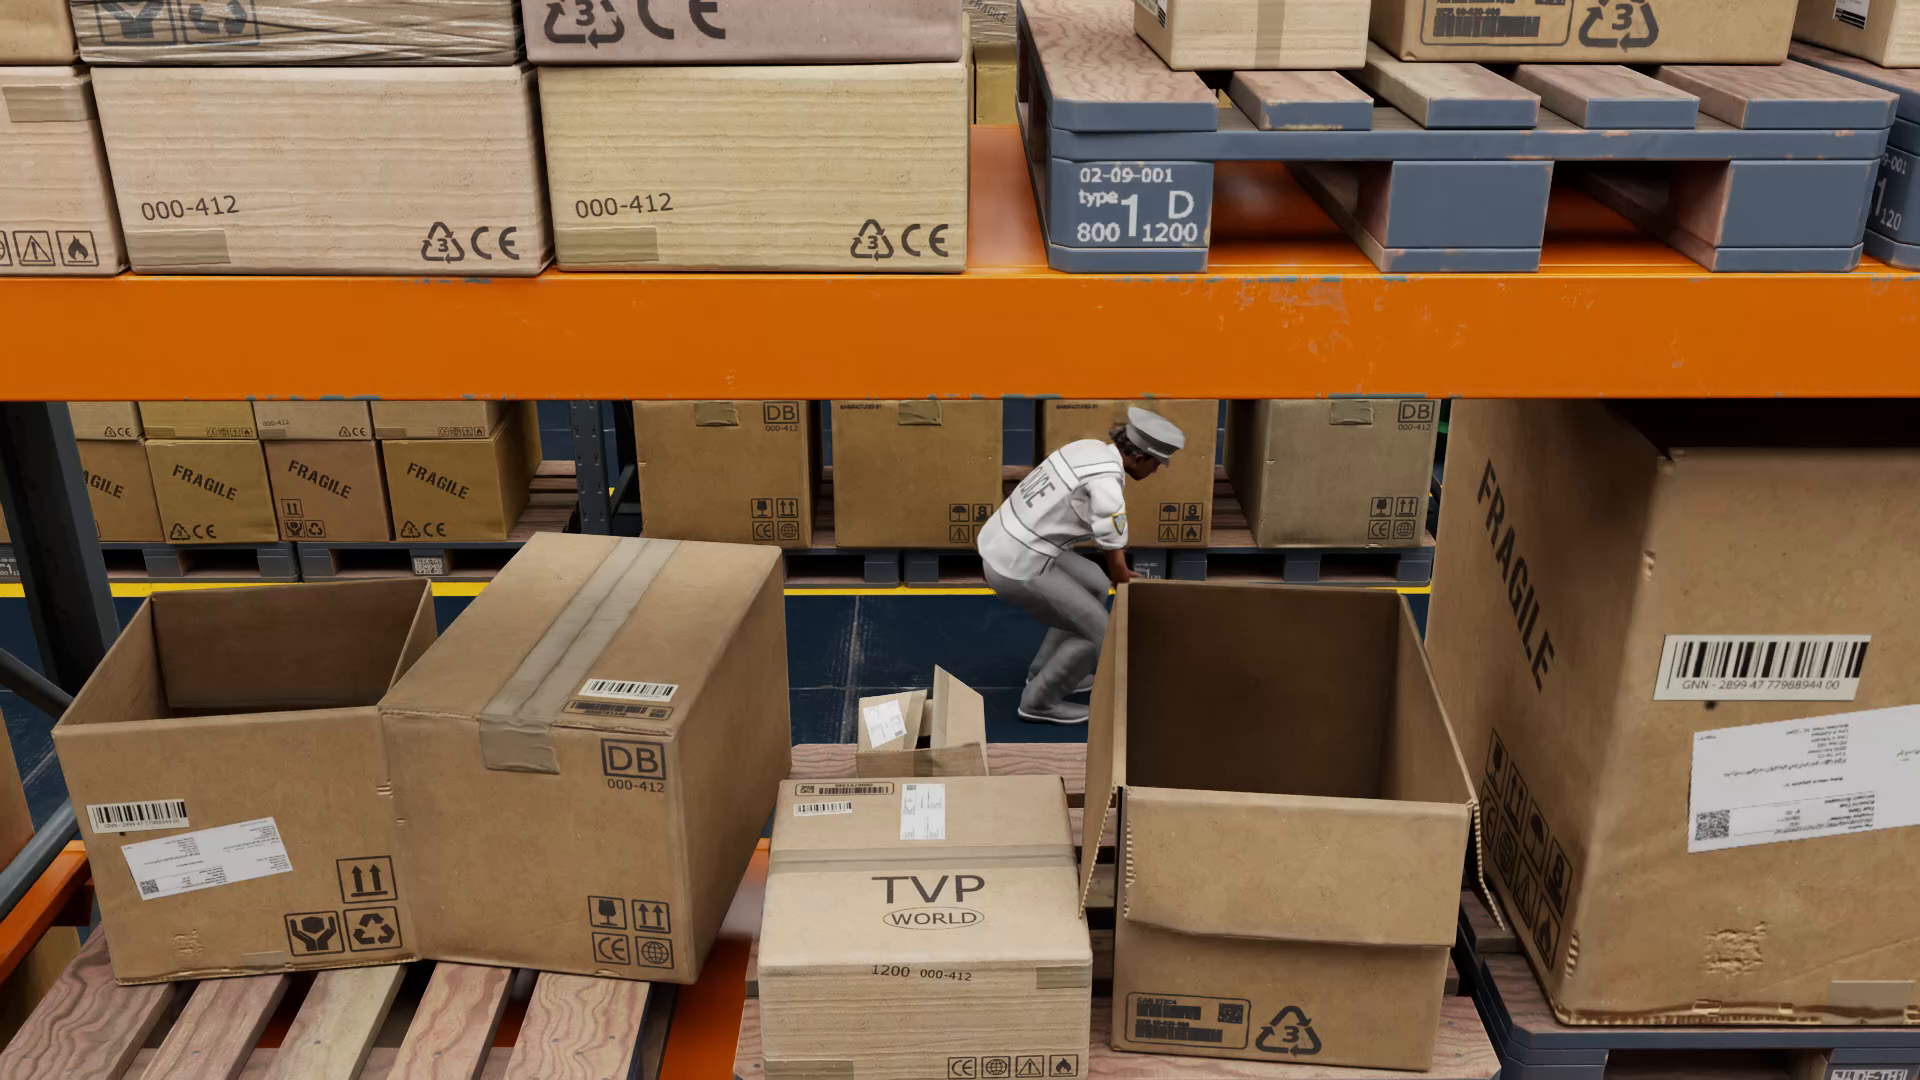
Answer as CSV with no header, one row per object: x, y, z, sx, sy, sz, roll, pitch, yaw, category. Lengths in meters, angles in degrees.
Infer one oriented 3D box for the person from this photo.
0.459,0.084,6.462,0.787,1.222,0.502,0,24,-1,person
